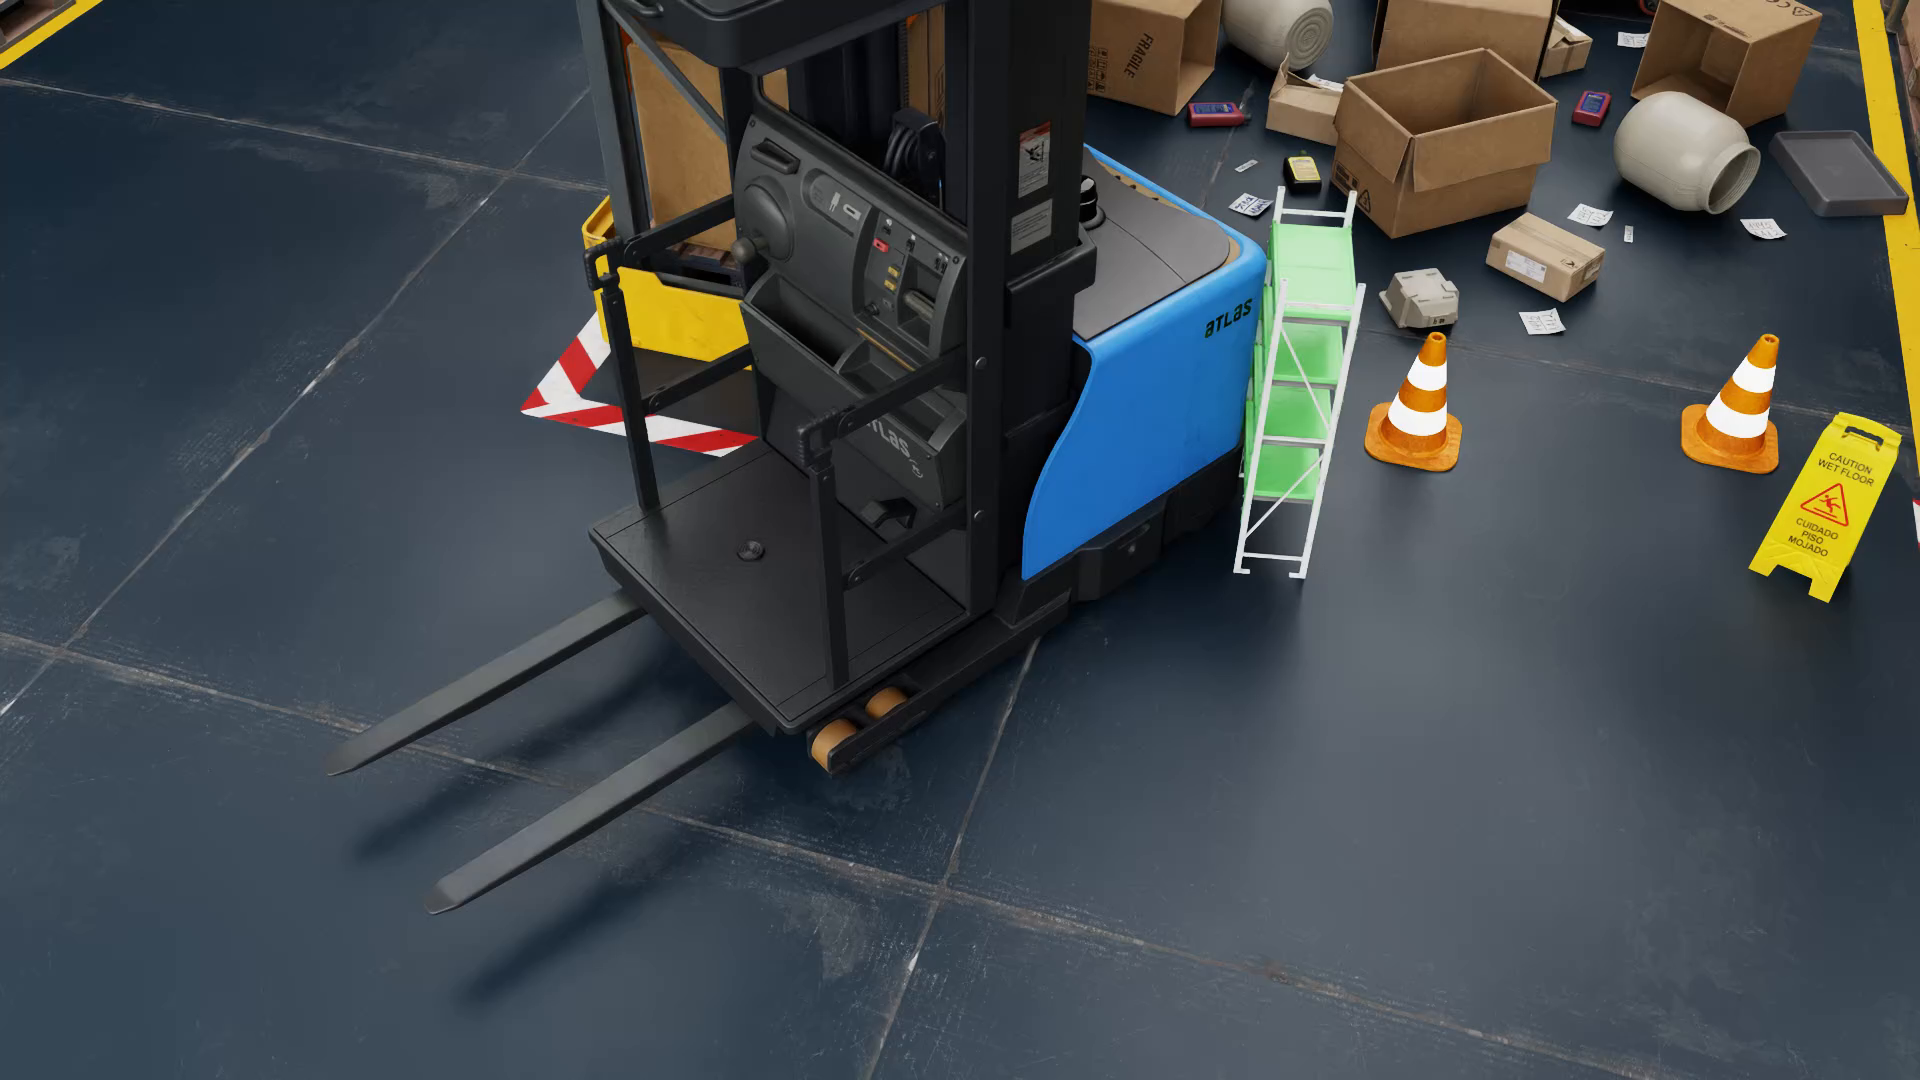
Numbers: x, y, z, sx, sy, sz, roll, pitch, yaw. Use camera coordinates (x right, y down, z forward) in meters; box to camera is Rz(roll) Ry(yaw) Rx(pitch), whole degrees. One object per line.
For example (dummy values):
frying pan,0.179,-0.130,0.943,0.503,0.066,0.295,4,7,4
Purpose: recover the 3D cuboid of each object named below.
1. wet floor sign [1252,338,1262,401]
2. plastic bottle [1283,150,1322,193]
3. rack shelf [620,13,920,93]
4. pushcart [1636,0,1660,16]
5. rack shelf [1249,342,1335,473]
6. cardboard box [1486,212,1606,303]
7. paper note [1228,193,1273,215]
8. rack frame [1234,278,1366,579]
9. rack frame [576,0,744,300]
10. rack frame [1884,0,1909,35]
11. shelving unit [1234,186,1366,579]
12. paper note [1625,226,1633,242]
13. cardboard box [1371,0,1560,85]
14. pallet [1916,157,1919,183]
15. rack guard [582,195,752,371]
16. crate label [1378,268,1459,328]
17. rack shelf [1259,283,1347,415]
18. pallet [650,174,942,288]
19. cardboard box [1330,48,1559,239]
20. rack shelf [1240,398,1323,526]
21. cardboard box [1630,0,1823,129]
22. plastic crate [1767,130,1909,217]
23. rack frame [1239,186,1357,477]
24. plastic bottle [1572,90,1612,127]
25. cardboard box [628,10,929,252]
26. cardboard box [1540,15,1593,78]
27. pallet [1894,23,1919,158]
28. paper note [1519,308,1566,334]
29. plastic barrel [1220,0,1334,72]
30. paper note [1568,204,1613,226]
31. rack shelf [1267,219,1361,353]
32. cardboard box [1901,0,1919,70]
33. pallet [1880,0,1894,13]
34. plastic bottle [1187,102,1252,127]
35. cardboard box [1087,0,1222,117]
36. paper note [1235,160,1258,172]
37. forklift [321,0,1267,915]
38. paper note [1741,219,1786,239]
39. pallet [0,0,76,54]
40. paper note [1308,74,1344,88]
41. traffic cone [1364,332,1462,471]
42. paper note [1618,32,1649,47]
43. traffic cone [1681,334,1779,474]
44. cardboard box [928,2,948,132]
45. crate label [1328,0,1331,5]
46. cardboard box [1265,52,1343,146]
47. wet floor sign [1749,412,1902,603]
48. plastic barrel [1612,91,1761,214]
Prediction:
wet floor sign,1.062,-0.583,5.884,0.267,0.644,0.232,5,45,5
plastic bottle,1.513,-1.641,7.383,0.133,0.061,0.283,-2,44,-2
rack shelf,-0.211,-2.939,7.123,1.077,0.370,4.000,13,46,13
pushcart,2.955,-3.060,8.608,1.648,0.377,0.936,-2,44,-2
rack shelf,1.076,-0.438,5.431,0.258,0.148,0.480,5,45,5
cardboard box,2.403,-1.164,6.833,0.250,0.149,0.380,-33,53,-29
paper note,1.264,-1.459,7.220,0.144,0.017,0.142,28,51,26
rack frame,1.048,-0.314,5.213,0.240,1.200,0.015,5,45,5
rack frame,-0.817,-1.863,5.509,1.000,3.000,0.127,13,46,13
rack frame,5.143,-3.548,7.231,1.000,3.000,0.127,13,46,13
shelving unit,1.076,-0.483,5.386,0.258,1.200,0.503,5,45,5
paper note,2.845,-1.302,7.074,0.032,0.001,0.123,13,46,13
cardboard box,2.326,-2.370,7.715,0.797,0.637,0.503,13,46,13
pallet,4.606,-1.280,6.907,1.003,0.211,1.213,13,46,13
rack guard,-0.824,-0.953,6.367,1.175,0.500,0.348,13,46,13
crate label,1.850,-0.964,6.637,0.250,0.136,0.298,-9,45,-9
rack shelf,1.076,-0.609,5.263,0.258,0.148,0.480,5,45,5
pallet,-0.649,-1.416,7.046,1.003,0.211,1.213,13,46,13
cardboard box,2.051,-1.697,7.124,0.797,0.503,0.637,-16,47,-16
rack shelf,1.076,-0.266,5.598,0.258,0.148,0.480,5,45,5
cardboard box,3.522,-2.229,7.669,0.500,0.500,0.500,-24,49,-22
plastic crate,3.886,-1.632,7.360,0.402,0.080,0.583,-2,44,-2
rack frame,1.105,-0.653,5.559,0.240,1.200,0.015,5,45,5
plastic bottle,2.965,-2.035,7.786,0.133,0.061,0.283,20,48,19
cardboard box,-0.674,-1.720,6.581,0.875,0.875,0.875,13,46,13
cardboard box,2.851,-2.482,8.097,0.258,0.266,0.396,-16,47,-16
pallet,4.973,-2.096,7.741,1.003,0.211,1.213,13,46,13
paper note,2.321,-0.872,6.620,0.148,0.019,0.142,-2,44,-2
plastic barrel,1.513,-2.527,8.030,0.421,0.421,0.512,-24,49,-22
paper note,2.721,-1.403,7.170,0.148,0.019,0.142,28,51,26
rack shelf,1.076,-0.781,5.095,0.258,0.148,0.480,5,45,5
cardboard box,4.707,-2.379,7.702,0.500,0.250,0.500,11,45,11
pallet,5.377,-3.071,8.737,1.003,0.211,1.213,13,46,13
plastic bottle,1.206,-1.977,7.727,0.283,0.061,0.133,-2,44,-2
cardboard box,0.903,-2.384,7.828,0.500,0.500,0.500,20,48,19
paper note,1.285,-1.678,7.458,0.123,0.001,0.032,-33,53,-29
forklift,-0.475,-0.761,4.432,3.031,2.935,1.130,-31,52,-28
paper note,3.429,-1.334,7.092,0.142,0.019,0.148,-2,44,-2
pallet,-5.210,-2.569,8.224,1.003,0.211,1.213,13,46,13
paper note,1.727,-2.172,7.954,0.172,0.023,0.155,28,51,26
traffic cone,1.671,-0.543,5.974,0.336,0.463,0.334,13,46,13
paper note,3.356,-2.495,8.278,0.148,0.019,0.142,13,46,13
traffic cone,2.832,-0.535,5.966,0.336,0.463,0.334,13,46,13
cardboard box,-0.410,-2.306,7.181,0.875,0.875,0.875,12,46,12
crate label,1.719,-2.721,8.433,0.298,0.136,0.250,-16,47,-16
cardboard box,1.629,-2.016,7.620,0.396,0.266,0.258,20,48,19
wet floor sign,2.854,-0.140,5.432,0.267,0.644,0.232,28,51,26
plastic barrel,3.114,-1.658,7.142,0.421,0.421,0.512,-24,49,-22
